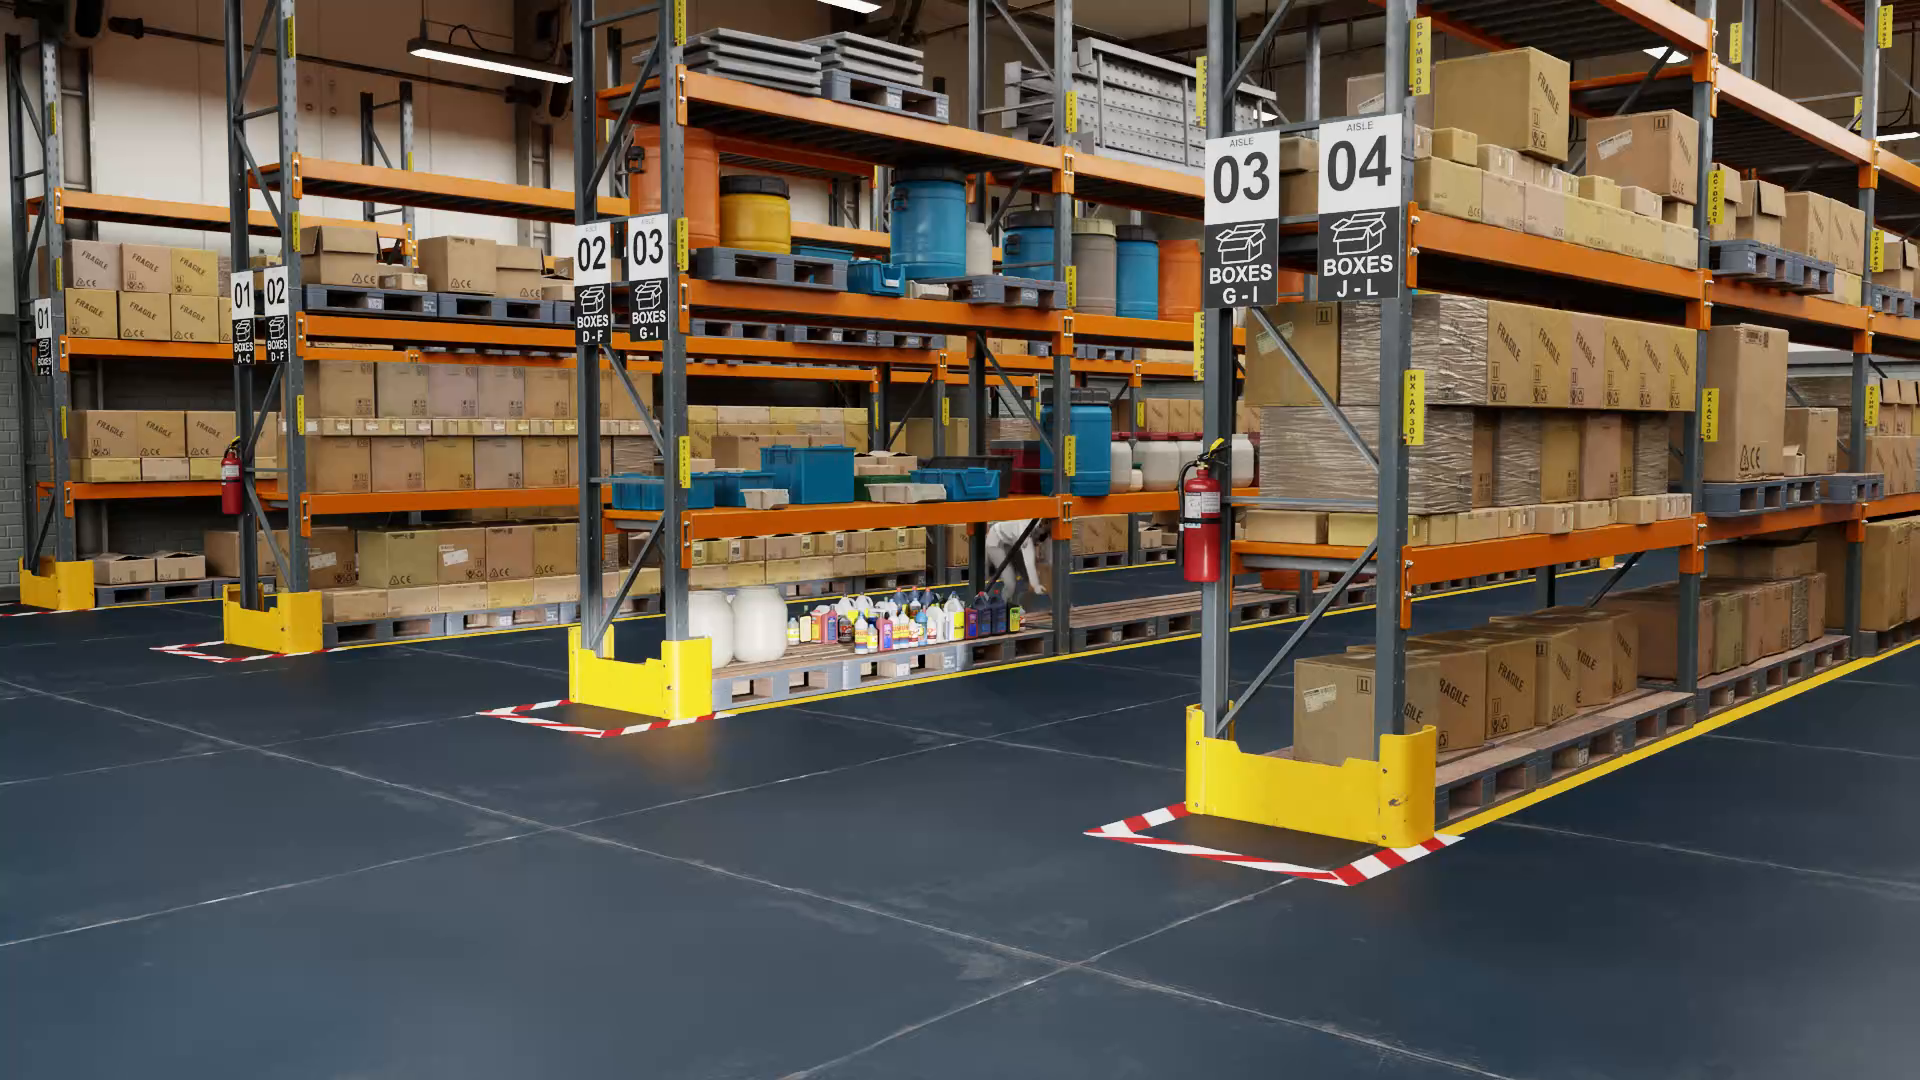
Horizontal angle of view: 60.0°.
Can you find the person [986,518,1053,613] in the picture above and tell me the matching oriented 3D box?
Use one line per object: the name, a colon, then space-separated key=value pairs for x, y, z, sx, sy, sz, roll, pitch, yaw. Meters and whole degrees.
person: x=0.625 y=0.252 z=15.111 sx=0.426 sy=1.213 sz=0.901 roll=-3 pitch=5 yaw=-42
